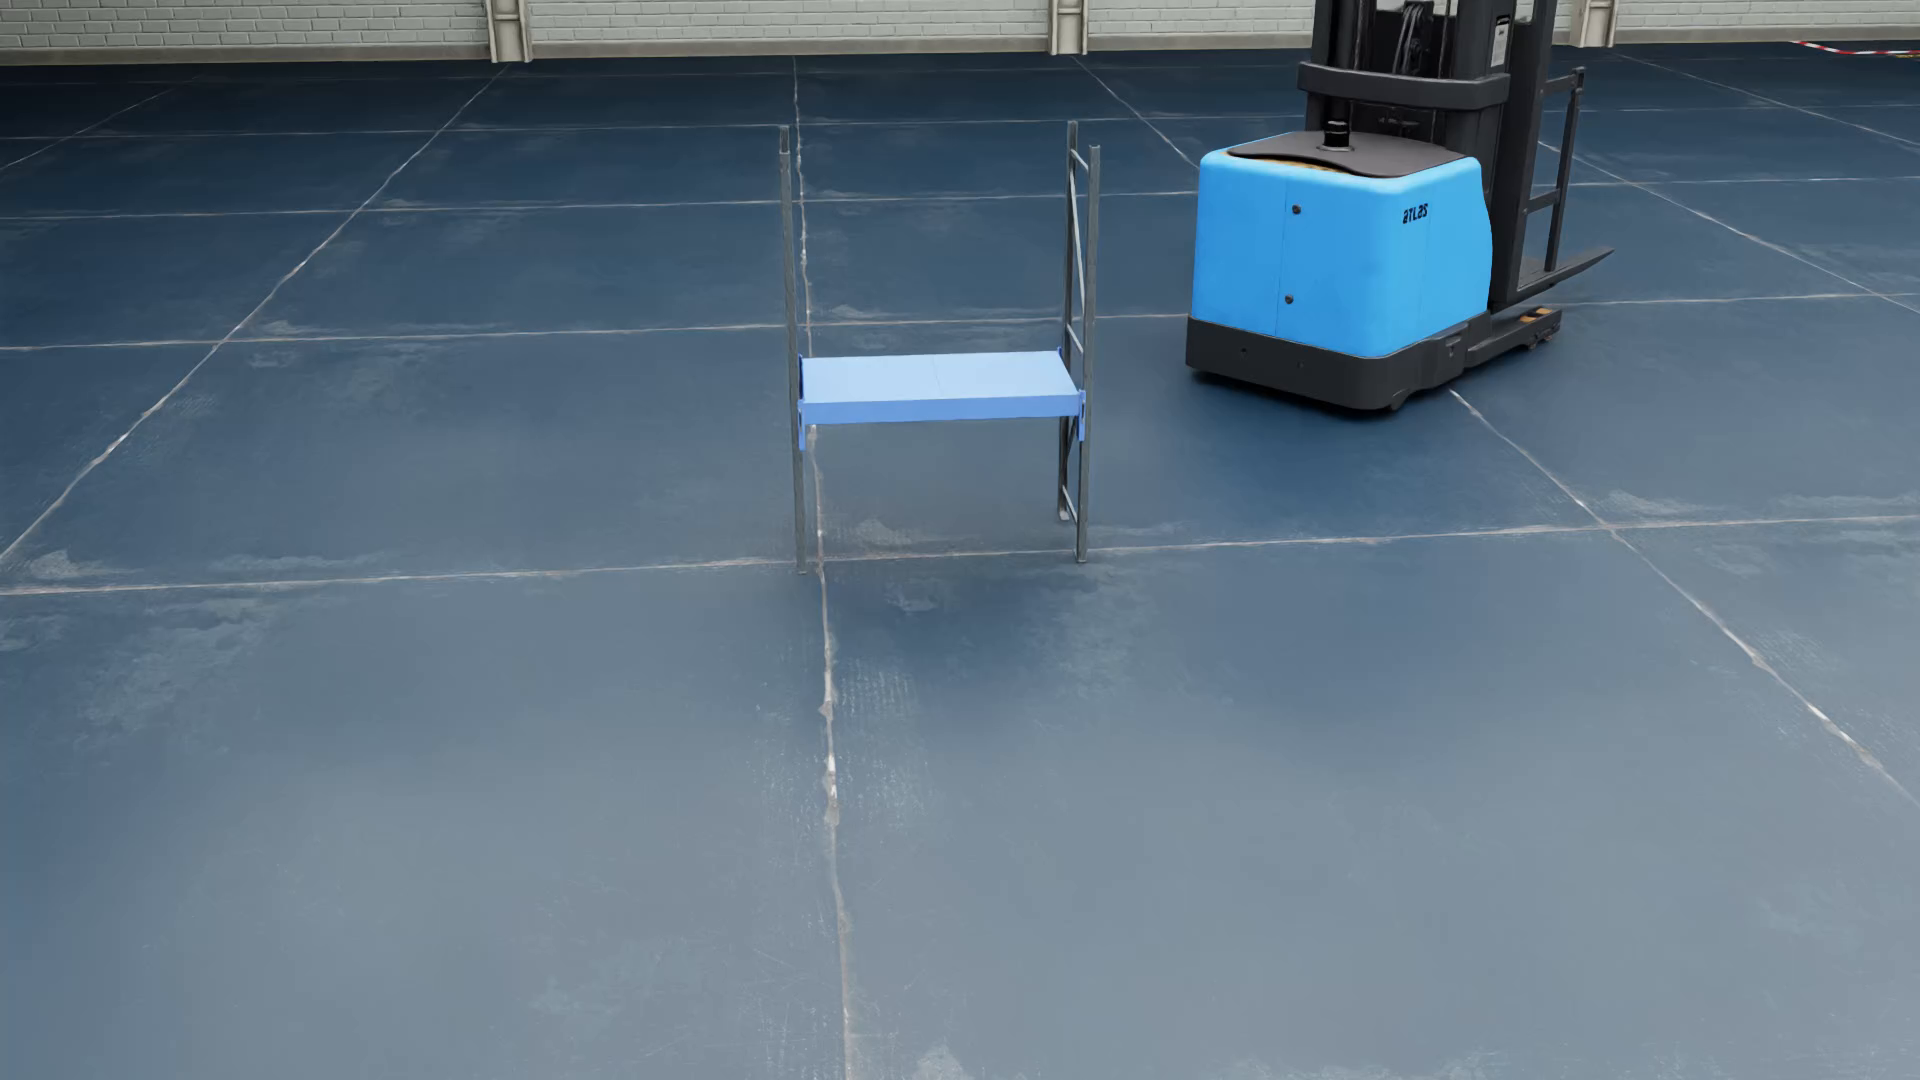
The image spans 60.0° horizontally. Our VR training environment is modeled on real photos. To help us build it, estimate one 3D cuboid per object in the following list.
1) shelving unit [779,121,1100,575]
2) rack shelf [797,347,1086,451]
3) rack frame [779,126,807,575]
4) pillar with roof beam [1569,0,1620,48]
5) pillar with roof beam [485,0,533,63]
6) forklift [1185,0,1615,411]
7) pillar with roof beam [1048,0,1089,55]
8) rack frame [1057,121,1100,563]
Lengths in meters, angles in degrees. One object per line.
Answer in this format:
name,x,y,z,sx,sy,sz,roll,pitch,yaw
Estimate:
shelving unit,-0.085,-0.682,5.938,1.048,1.500,0.538,-2,24,-5
rack shelf,-0.085,-0.518,6.011,1.000,0.185,0.538,-2,24,-5
rack frame,-0.591,-0.662,5.892,0.032,1.500,0.500,-2,24,-5
pillar with roof beam,7.576,-7.986,13.137,0.400,9.000,9.100,-2,24,-5
pillar with roof beam,-4.365,-7.507,12.060,0.400,9.000,9.100,-2,24,-5
forklift,2.446,-2.429,8.107,1.130,2.935,3.031,20,31,38
pillar with roof beam,1.606,-7.746,12.598,0.400,9.000,9.100,-2,24,-5
rack frame,0.421,-0.702,5.983,0.032,1.500,0.500,-2,24,-5
